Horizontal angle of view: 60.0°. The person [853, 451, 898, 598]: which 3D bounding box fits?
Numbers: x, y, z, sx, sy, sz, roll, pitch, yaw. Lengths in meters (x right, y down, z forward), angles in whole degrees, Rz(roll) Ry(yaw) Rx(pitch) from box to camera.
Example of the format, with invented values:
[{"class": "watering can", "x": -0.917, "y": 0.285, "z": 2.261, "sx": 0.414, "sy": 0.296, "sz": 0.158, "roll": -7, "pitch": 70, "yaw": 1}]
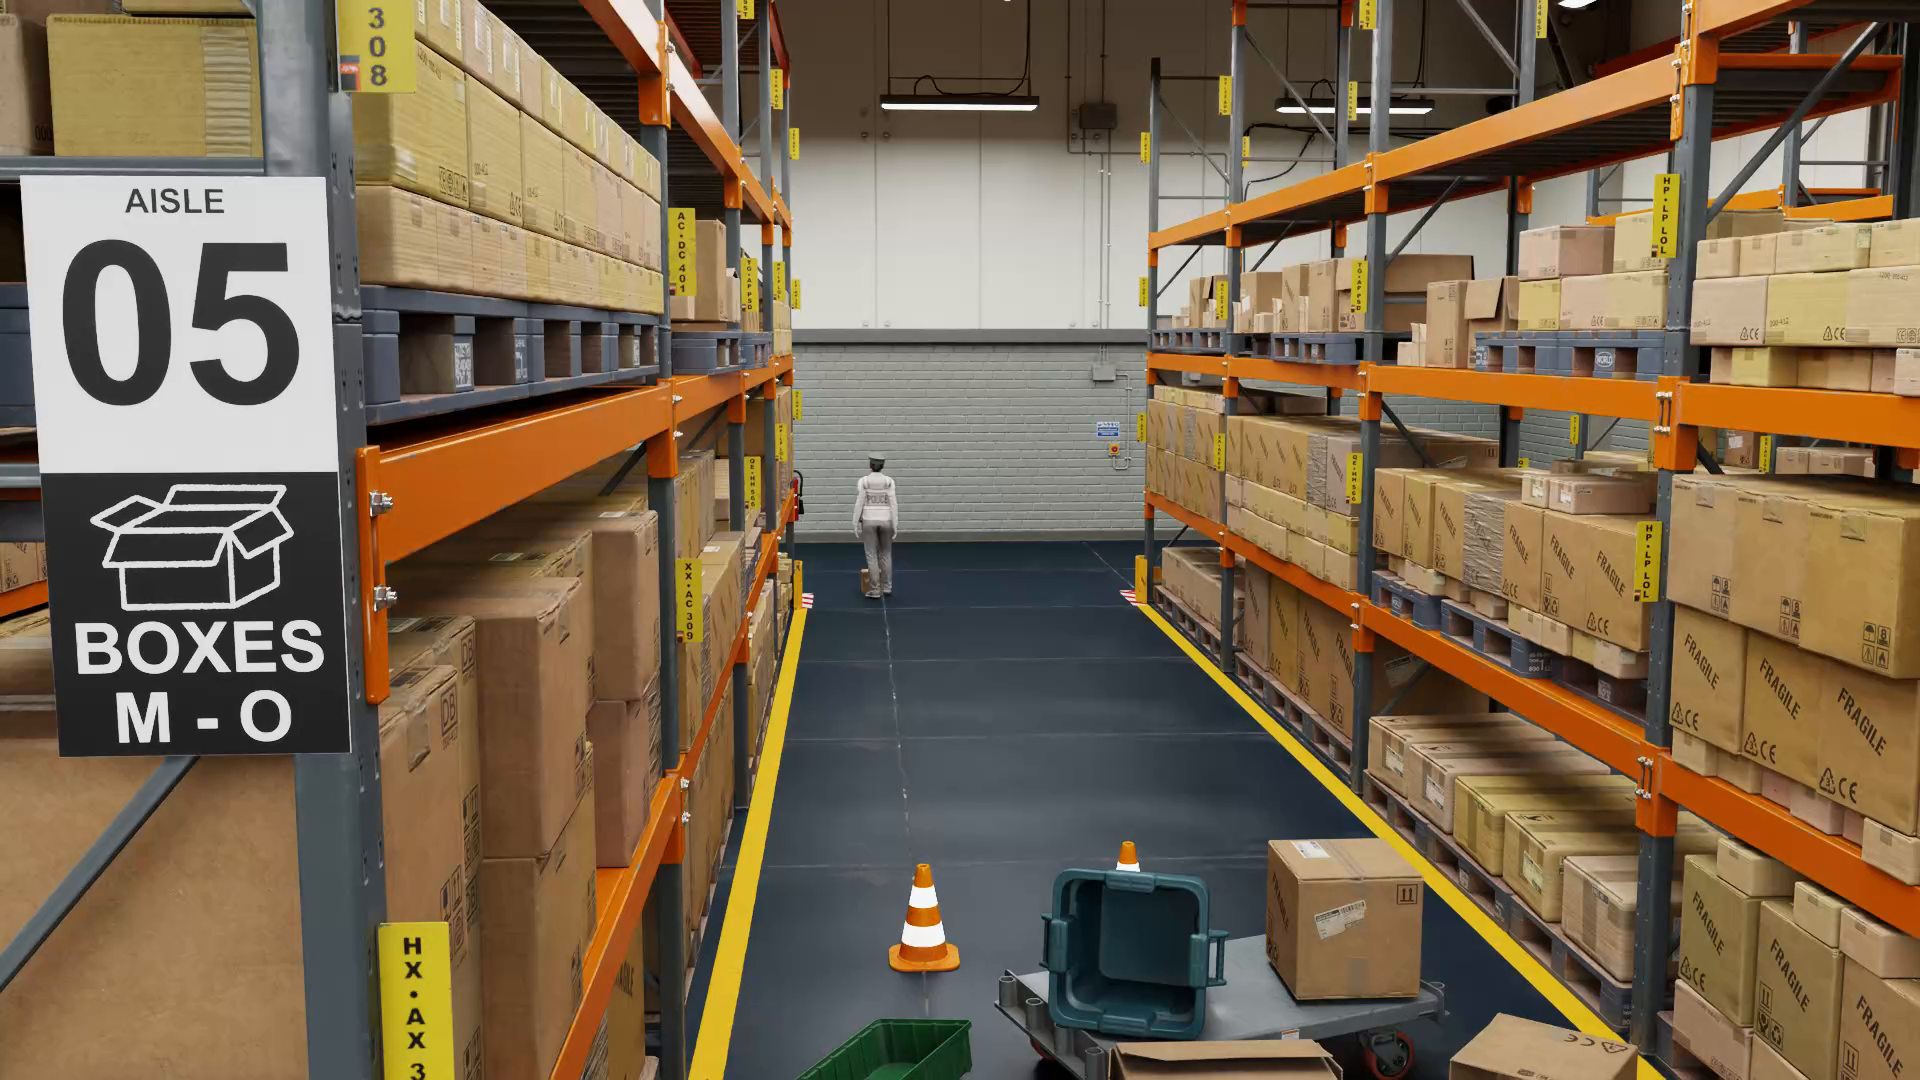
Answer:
[{"class": "person", "x": -1.006, "y": -0.188, "z": 19.166, "sx": 0.498, "sy": 1.669, "sz": 0.594, "roll": -2, "pitch": 7, "yaw": -15}]
